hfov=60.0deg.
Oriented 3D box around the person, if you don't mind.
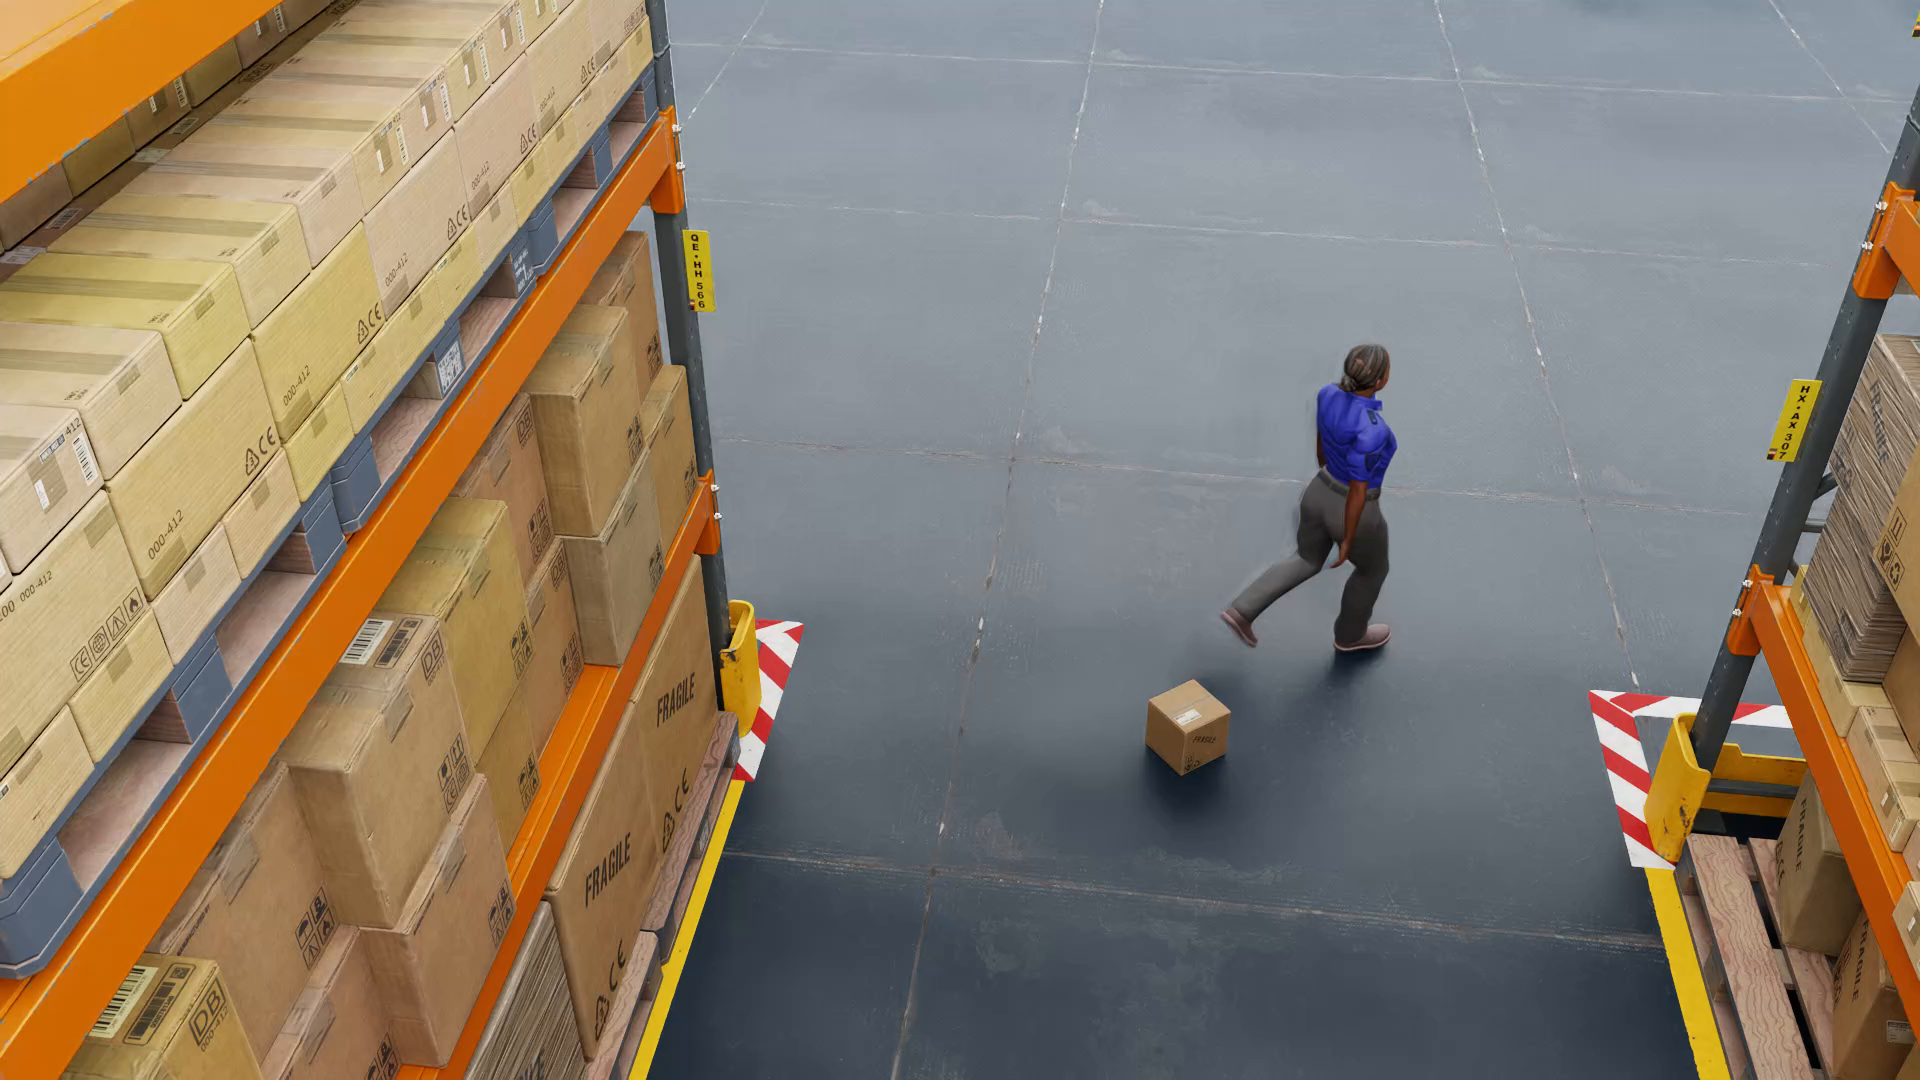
[{"bbox_3d":[1.595,-0.139,7.218,0.846,1.617,0.459,-16,39,-20],"label":"person"}]
